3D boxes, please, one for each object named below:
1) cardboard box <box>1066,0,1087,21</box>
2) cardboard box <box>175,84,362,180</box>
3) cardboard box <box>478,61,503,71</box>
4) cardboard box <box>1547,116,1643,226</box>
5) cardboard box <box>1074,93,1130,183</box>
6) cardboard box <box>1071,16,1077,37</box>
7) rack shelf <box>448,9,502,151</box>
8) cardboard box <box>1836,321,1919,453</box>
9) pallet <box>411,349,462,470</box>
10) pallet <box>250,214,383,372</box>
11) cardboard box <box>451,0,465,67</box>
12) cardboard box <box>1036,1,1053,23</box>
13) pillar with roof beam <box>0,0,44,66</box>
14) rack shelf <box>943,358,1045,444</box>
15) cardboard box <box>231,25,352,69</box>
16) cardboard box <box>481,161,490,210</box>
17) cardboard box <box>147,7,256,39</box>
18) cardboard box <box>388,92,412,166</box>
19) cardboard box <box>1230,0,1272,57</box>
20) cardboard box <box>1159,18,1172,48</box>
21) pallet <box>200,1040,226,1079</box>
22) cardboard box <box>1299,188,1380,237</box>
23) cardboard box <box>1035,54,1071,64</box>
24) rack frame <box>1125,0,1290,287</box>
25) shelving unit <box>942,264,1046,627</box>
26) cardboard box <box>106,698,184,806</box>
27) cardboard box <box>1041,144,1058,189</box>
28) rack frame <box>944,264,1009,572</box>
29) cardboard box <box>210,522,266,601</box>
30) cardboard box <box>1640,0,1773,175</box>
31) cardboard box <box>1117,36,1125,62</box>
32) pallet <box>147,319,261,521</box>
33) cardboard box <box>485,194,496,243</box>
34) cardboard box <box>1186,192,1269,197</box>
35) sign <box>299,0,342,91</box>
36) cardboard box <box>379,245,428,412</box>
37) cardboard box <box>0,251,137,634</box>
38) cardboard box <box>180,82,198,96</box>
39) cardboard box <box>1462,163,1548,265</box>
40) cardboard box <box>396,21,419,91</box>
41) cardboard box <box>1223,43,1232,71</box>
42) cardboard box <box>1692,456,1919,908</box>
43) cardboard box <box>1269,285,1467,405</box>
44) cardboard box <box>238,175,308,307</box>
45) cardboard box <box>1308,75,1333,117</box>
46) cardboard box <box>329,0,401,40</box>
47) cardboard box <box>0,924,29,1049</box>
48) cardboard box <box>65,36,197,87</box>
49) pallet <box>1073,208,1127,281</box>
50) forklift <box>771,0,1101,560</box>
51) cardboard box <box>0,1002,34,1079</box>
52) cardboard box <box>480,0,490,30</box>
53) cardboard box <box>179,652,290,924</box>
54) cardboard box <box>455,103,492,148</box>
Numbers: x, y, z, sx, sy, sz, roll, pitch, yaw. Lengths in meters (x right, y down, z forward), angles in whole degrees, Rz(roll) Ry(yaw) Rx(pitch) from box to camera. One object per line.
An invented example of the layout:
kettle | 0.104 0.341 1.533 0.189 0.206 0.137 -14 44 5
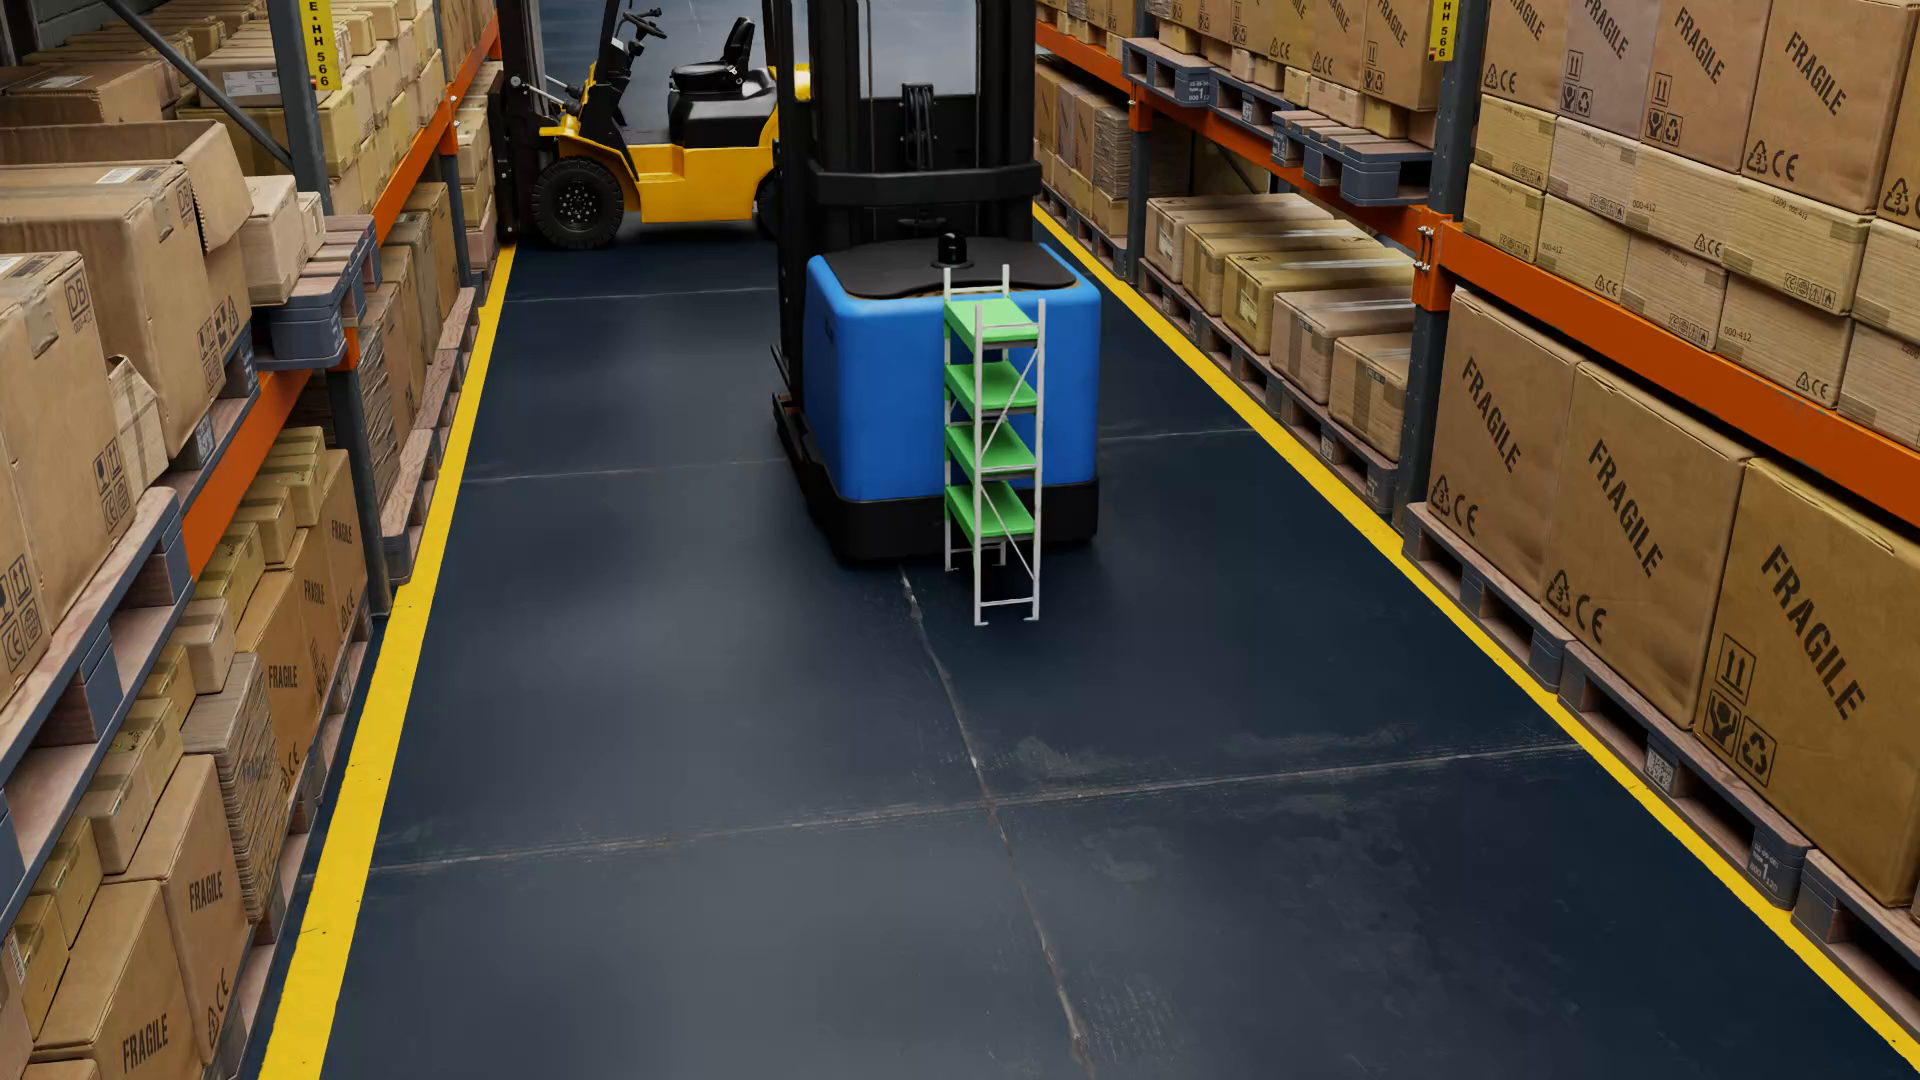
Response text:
cardboard box | 1.014 -3.761 11.117 0.500 0.500 0.500 -4 24 -8
cardboard box | -2.412 -1.429 5.838 0.500 0.250 0.500 -4 24 -10
cardboard box | -3.682 -3.454 12.572 0.500 0.250 0.500 -4 24 -8
cardboard box | 2.229 -1.183 5.273 0.500 0.250 0.500 -4 24 -8
cardboard box | 1.074 -2.706 11.171 0.500 0.500 0.500 -4 24 -9
cardboard box | 0.975 -3.508 11.347 0.380 0.149 0.250 -5 24 -11
rack shelf | -3.704 -3.105 11.010 1.077 0.370 4.000 -4 24 -10
cardboard box | 2.524 -0.359 4.012 0.500 0.250 0.500 -5 24 -11
pallet | -2.930 -0.602 7.865 1.003 0.211 1.213 -4 24 -10
pallet | -2.400 -0.725 4.902 1.213 0.211 1.003 -4 24 -10
cardboard box | -3.272 -3.091 9.955 0.500 0.500 0.500 -4 24 -9
cardboard box | 0.776 -3.915 12.280 0.380 0.149 0.250 -4 24 -8
pillar with roof beam | 0.510 -4.588 6.013 9.100 9.000 0.400 -4 24 -10
rack shelf | 0.115 -0.506 5.969 0.258 0.148 0.480 -5 24 -12
cardboard box | -2.548 -1.871 6.350 0.380 0.149 0.250 -4 24 -9
cardboard box | -3.215 -2.220 10.372 0.500 0.250 0.500 -4 24 -10
cardboard box | -3.156 -2.133 6.951 0.380 0.149 0.250 -4 24 -8
cardboard box | -2.721 -1.803 7.318 0.500 0.250 0.500 -4 24 -8
cardboard box | 1.625 -2.592 7.916 0.500 0.500 0.500 -5 24 -12
cardboard box | 1.335 -2.853 9.324 0.380 0.149 0.250 -4 24 -9
pallet | -2.042 1.460 3.144 1.003 0.211 1.213 -4 24 -10
cardboard box | 2.682 -2.395 11.605 0.500 0.500 0.500 13 27 27
cardboard box | 0.686 -3.519 13.033 0.500 0.500 0.500 -5 24 -12
rack frame | 1.543 -3.017 9.909 1.000 3.000 0.127 -4 24 -10
shelving unit | 0.115 -0.344 6.039 0.258 1.200 0.503 -5 24 -12
cardboard box | -1.963 0.485 3.680 0.380 0.149 0.250 -3 24 -8
cardboard box | 0.881 -2.770 12.255 0.500 0.250 0.500 -3 24 -6
rack frame | 0.060 -0.439 6.257 0.240 1.200 0.015 -5 24 -12
cardboard box | -2.164 0.076 4.616 0.380 0.149 0.250 -4 24 -8
cardboard box | 2.316 -1.336 4.688 0.500 0.500 0.500 -4 24 -8
cardboard box | 1.184 -3.005 10.198 0.380 0.149 0.250 -5 24 -10
pallet | -2.230 -0.222 3.750 1.003 0.211 1.213 -4 24 -10
cardboard box | -3.207 -1.994 10.478 0.500 0.250 0.500 -5 24 -11
cardboard box | 1.700 -2.201 10.953 0.500 0.250 0.500 -5 24 -12
sign | -2.063 -1.613 5.347 0.100 0.325 0.005 -4 24 -10
cardboard box | -2.950 -0.946 7.611 0.875 0.625 0.625 -5 24 -12
cardboard box | -1.820 -0.150 2.696 0.700 0.500 0.500 -4 24 -9
cardboard box | -3.047 -1.592 6.210 0.500 0.250 0.500 -4 24 -9
cardboard box | 2.126 -1.164 5.854 0.500 0.250 0.500 -5 24 -11
cardboard box | -2.801 -2.231 7.673 0.500 0.250 0.500 -4 24 -9
cardboard box | 1.550 -2.447 8.394 0.380 0.149 0.250 -4 24 -9
cardboard box | 2.655 0.319 4.403 0.875 0.875 0.875 -4 24 -8
cardboard box | 2.044 -0.944 7.923 0.950 0.372 0.625 -5 24 -11
cardboard box | -2.081 -0.807 4.513 0.500 0.250 0.500 -5 24 -12
cardboard box | 1.741 -1.928 7.205 0.380 0.149 0.250 -5 24 -12
cardboard box | -2.662 -2.274 7.274 0.380 0.149 0.250 -5 24 -11
cardboard box | -1.755 0.759 2.681 0.380 0.149 0.250 -5 24 -12
cardboard box | -3.000 -1.732 6.032 0.380 0.149 0.250 -4 24 -10
pallet | 1.384 -2.000 11.066 1.003 0.211 1.213 -4 24 -10
forklift | -0.280 -1.830 7.278 1.130 2.935 3.031 -5 24 -12
cardboard box | -1.787 0.891 2.751 0.380 0.149 0.250 -5 24 -11
cardboard box | -3.638 -3.888 11.780 0.500 0.500 0.500 -4 24 -8
cardboard box | -2.009 0.635 4.146 0.500 0.500 0.500 -5 24 -12
cardboard box | -3.303 -2.649 10.728 0.500 0.250 0.500 -3 24 -8
